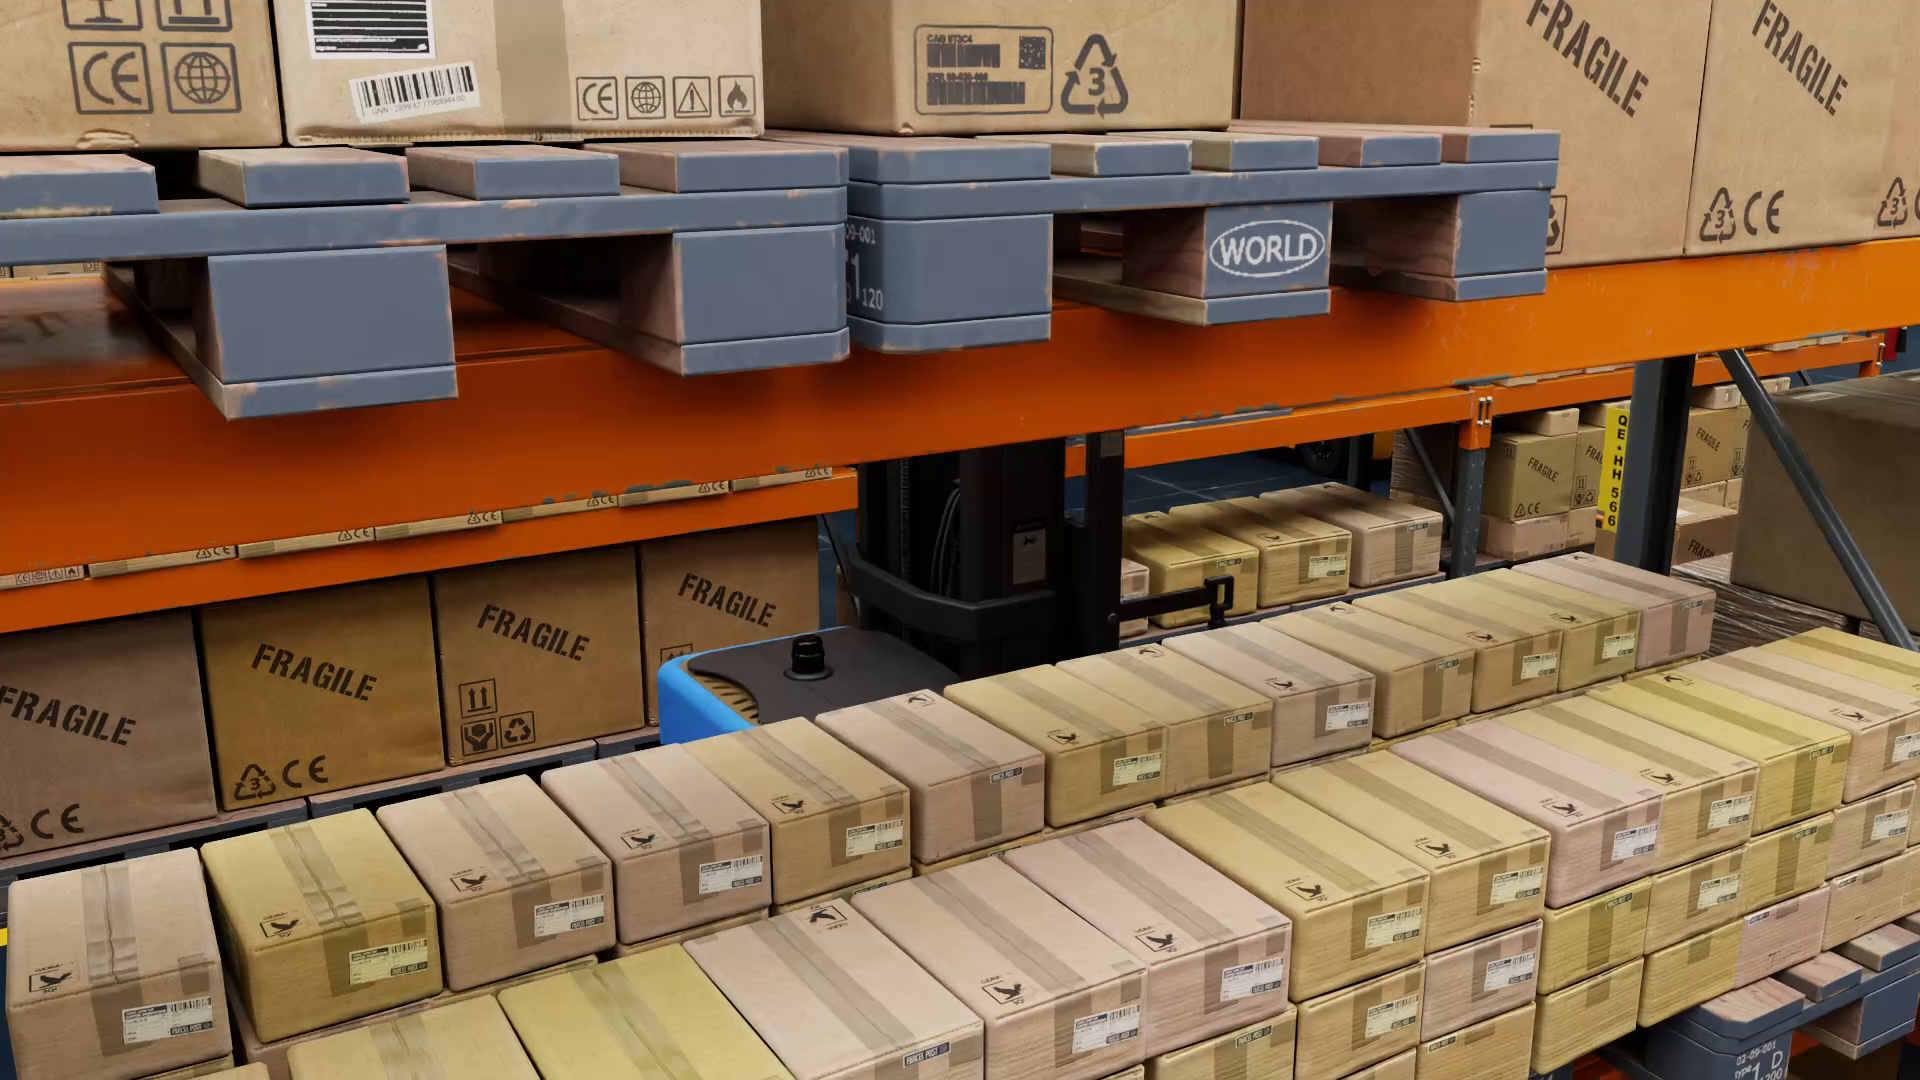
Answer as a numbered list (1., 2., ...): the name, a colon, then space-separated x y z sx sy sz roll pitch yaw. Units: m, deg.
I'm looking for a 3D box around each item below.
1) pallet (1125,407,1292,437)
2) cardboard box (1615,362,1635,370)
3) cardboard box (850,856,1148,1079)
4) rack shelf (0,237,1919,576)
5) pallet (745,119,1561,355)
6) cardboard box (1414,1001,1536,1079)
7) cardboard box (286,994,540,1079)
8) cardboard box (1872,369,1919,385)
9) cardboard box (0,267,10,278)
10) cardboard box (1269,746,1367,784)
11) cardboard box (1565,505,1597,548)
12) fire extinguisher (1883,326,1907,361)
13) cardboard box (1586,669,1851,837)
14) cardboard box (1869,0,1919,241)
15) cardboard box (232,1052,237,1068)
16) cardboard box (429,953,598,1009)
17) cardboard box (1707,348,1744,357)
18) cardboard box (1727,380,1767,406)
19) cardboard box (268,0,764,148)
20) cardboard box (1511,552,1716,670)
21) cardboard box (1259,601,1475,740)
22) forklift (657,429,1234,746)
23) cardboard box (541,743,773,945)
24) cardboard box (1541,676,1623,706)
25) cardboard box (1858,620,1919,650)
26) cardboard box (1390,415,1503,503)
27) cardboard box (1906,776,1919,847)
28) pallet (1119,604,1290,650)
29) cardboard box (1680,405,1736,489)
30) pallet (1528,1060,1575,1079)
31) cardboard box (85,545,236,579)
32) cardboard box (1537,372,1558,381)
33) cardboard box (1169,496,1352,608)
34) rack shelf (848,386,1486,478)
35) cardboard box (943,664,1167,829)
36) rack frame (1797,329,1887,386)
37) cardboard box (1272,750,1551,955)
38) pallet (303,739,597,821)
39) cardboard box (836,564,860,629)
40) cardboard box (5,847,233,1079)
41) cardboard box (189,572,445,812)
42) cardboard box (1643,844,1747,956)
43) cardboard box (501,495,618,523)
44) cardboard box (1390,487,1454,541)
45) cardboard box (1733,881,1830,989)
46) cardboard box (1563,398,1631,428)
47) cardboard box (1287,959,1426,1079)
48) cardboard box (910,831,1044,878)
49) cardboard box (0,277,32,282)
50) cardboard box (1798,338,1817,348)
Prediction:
1. pallet: 1.048 -0.817 9.123 1.213 0.211 1.003 -9 18 -30
2. cardboard box: 4.081 -1.191 10.568 0.250 0.149 0.380 -9 18 -30
3. cardboard box: 0.046 0.601 2.293 0.250 0.149 0.380 -9 18 -30
4. rack shelf: 0.294 -0.314 2.747 4.000 0.370 1.077 -9 18 -30
5. pallet: 0.051 -0.498 2.418 1.003 0.211 1.213 -9 18 -30
6. cardboard box: 0.720 0.777 2.768 0.250 0.149 0.380 -9 18 -28
7. cardboard box: -0.610 0.706 1.919 0.250 0.149 0.380 -9 18 -28
8. cardboard box: 2.831 -0.154 4.364 0.500 0.500 0.700 -10 18 -31
9. cardboard box: -6.086 -1.483 10.178 0.500 0.500 0.700 -9 18 -28
10. cardboard box: 0.602 0.448 3.390 0.250 0.149 0.380 -9 18 -30
11. cardboard box: 3.898 -0.156 10.723 0.500 0.250 0.500 -8 18 -27
12. fire extinguisher: 6.566 -1.609 11.736 0.183 0.674 0.296 -9 18 -30
13. cardboard box: 1.384 0.384 3.069 0.250 0.149 0.380 -9 18 -28
14. cardboard box: 1.650 -0.848 3.135 0.500 0.500 0.500 -9 18 -30
15. cardboard box: -0.959 0.844 2.530 0.250 0.149 0.380 -9 18 -29
16. cardboard box: -0.741 0.666 2.612 0.250 0.149 0.380 -8 18 -27
17. cardboard box: 4.960 -1.321 11.029 0.250 0.149 0.380 -9 18 -30
18. cardboard box: 5.181 -1.016 11.202 0.250 0.149 0.380 -9 18 -29
19. cardboard box: -0.558 -0.615 1.876 0.500 0.311 0.500 -10 18 -30
20. cardboard box: 1.509 0.159 3.872 0.250 0.149 0.380 -9 18 -30
21. cardboard box: 0.844 0.266 3.490 0.250 0.149 0.380 -10 19 -32
22. forklift: 0.439 -0.047 6.147 3.031 2.935 1.130 -9 18 -30
23. cardboard box: -0.499 0.484 2.711 0.250 0.149 0.380 -9 18 -30
24. cardboard box: 1.259 0.341 3.773 0.250 0.149 0.380 -8 18 -27
25. cardboard box: 2.533 0.458 4.033 0.500 0.500 0.500 -9 18 -29
26. cardboard box: 3.170 -0.565 10.793 0.500 0.500 0.500 -9 18 -30
27. cardboard box: 1.820 0.456 3.362 0.250 0.149 0.380 -9 18 -29
28. pallet: 1.088 0.441 9.445 1.213 0.211 1.003 -9 18 -30
29. cardboard box: 4.796 -0.663 11.143 0.500 0.500 0.500 -10 18 -31
30. pallet: 0.333 0.883 3.057 1.213 0.211 1.003 -9 18 -30
31. cardboard box: -3.100 -0.069 6.377 0.500 0.250 0.500 -10 18 -31
32. cardboard box: 3.427 -1.077 10.159 0.250 0.149 0.380 -9 18 -28
33. cardboard box: 1.739 0.056 9.742 0.625 0.372 0.950 -8 18 -26
34. rack shelf: 1.087 -0.557 9.171 4.000 0.370 1.077 -9 18 -30
35. cardboard box: 0.171 0.375 3.100 0.250 0.149 0.380 -10 18 -30
36. rack frame: 6.230 -1.737 12.049 0.127 3.000 1.000 -9 18 -30
37. cardboard box: 0.715 0.492 2.682 0.250 0.149 0.380 -8 18 -27
38. pallet: -2.386 0.978 7.528 1.213 0.211 1.003 -9 18 -30
39. cardboard box: -0.138 0.362 8.652 0.625 0.372 0.950 -11 19 -33
40. cardboard box: -1.177 0.594 2.320 0.250 0.149 0.380 -8 18 -27
41. cardboard box: -2.795 0.520 7.156 0.875 0.875 0.875 -9 18 -28
42. cardboard box: 1.153 0.565 2.972 0.250 0.149 0.380 -9 18 -30
43. cardboard box: -1.797 -0.281 7.134 0.500 0.250 0.500 -9 18 -30
44. cardboard box: 3.170 -0.204 10.895 0.500 0.250 0.500 -8 18 -27
45. cardboard box: 1.388 0.670 3.150 0.250 0.149 0.380 -9 18 -29
46. cardboard box: 4.024 -0.827 10.529 0.250 0.149 0.380 -8 18 -28
47. cardboard box: 0.494 0.672 2.593 0.250 0.149 0.380 -10 18 -31
48. cardboard box: -0.053 0.553 3.017 0.250 0.149 0.380 -9 18 -29
49. cardboard box: -3.802 -0.719 6.378 0.500 0.500 0.500 -9 18 -28
50. cardboard box: 5.629 -1.423 11.394 0.250 0.149 0.380 -10 18 -31
